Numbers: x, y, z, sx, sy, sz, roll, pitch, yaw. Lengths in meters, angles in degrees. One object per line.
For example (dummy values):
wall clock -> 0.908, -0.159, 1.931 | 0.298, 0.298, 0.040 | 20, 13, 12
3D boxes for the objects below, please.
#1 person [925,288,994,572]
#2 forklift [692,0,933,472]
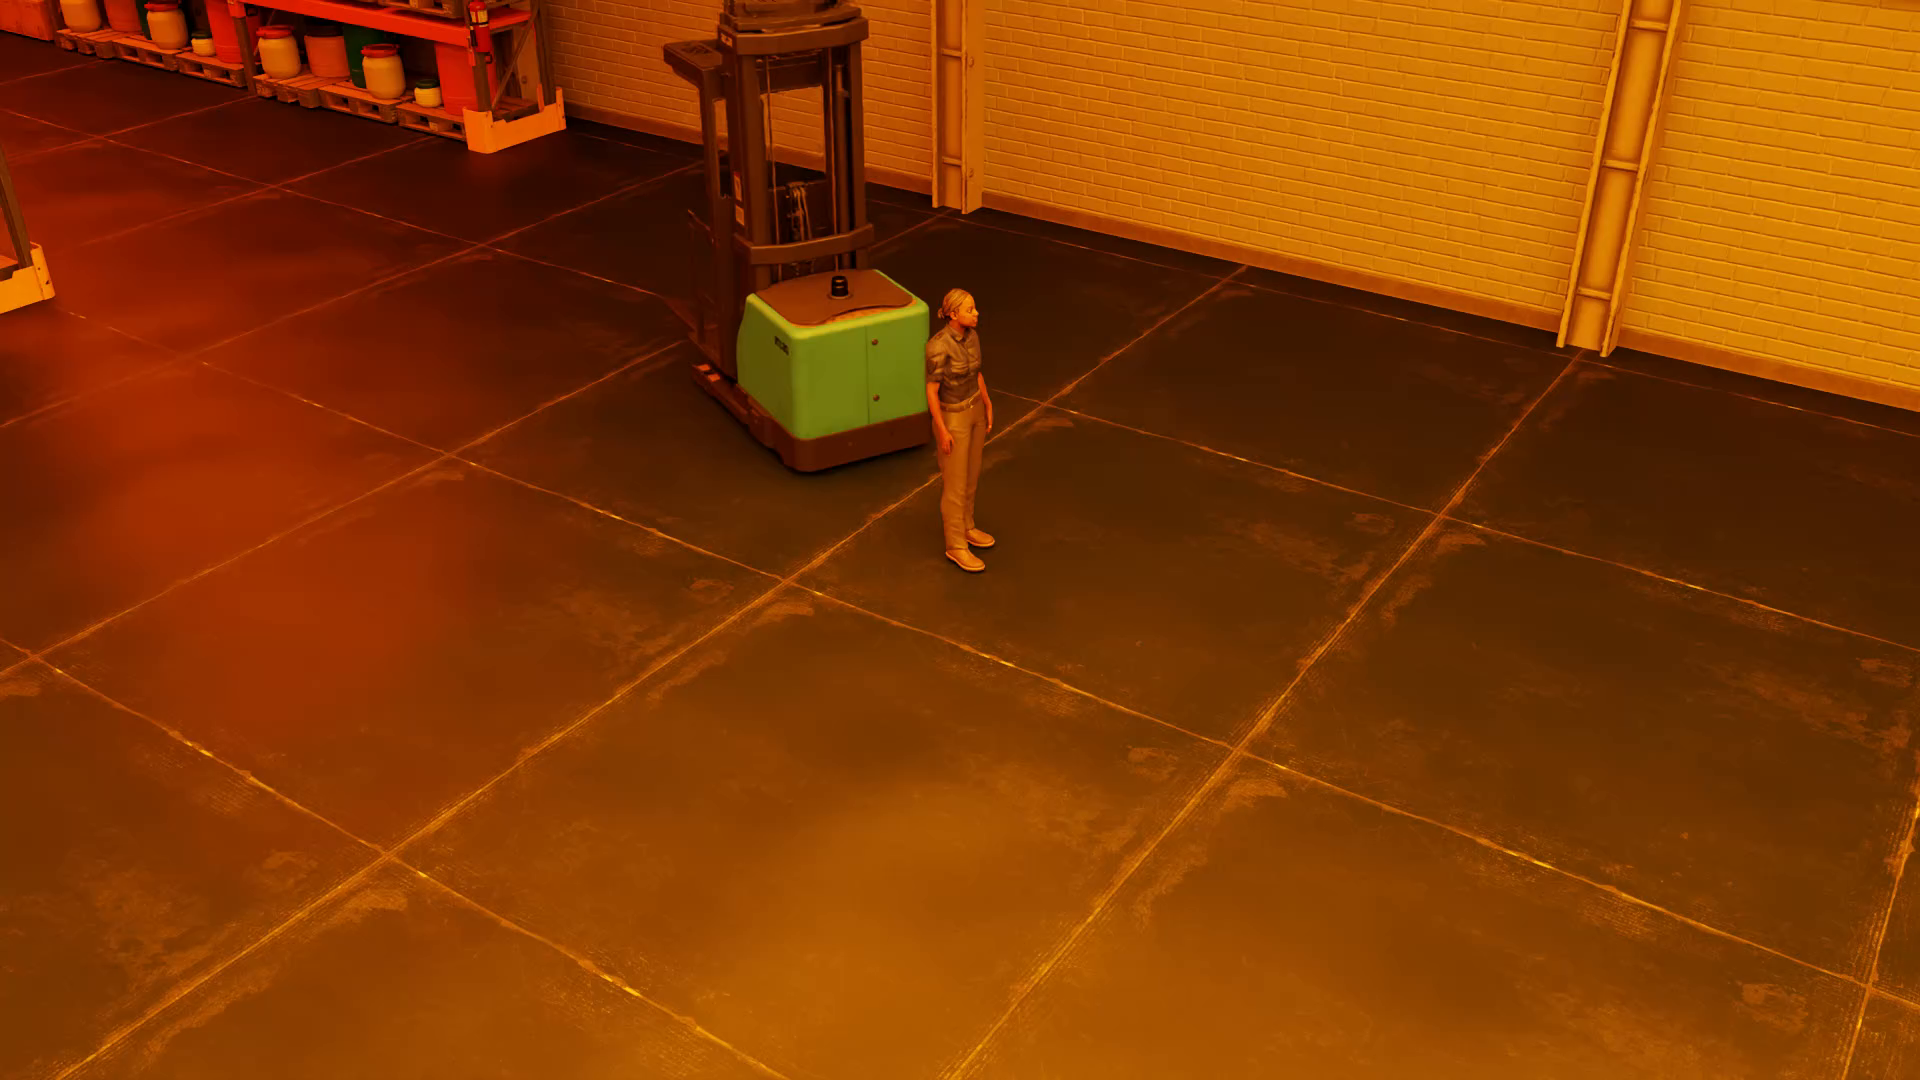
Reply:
person -> 0.061, -0.647, 10.048 | 0.504, 1.558, 0.569 | 19, 35, 29
forklift -> -1.349, -2.432, 11.770 | 1.130, 2.935, 3.031 | -16, 34, -25
